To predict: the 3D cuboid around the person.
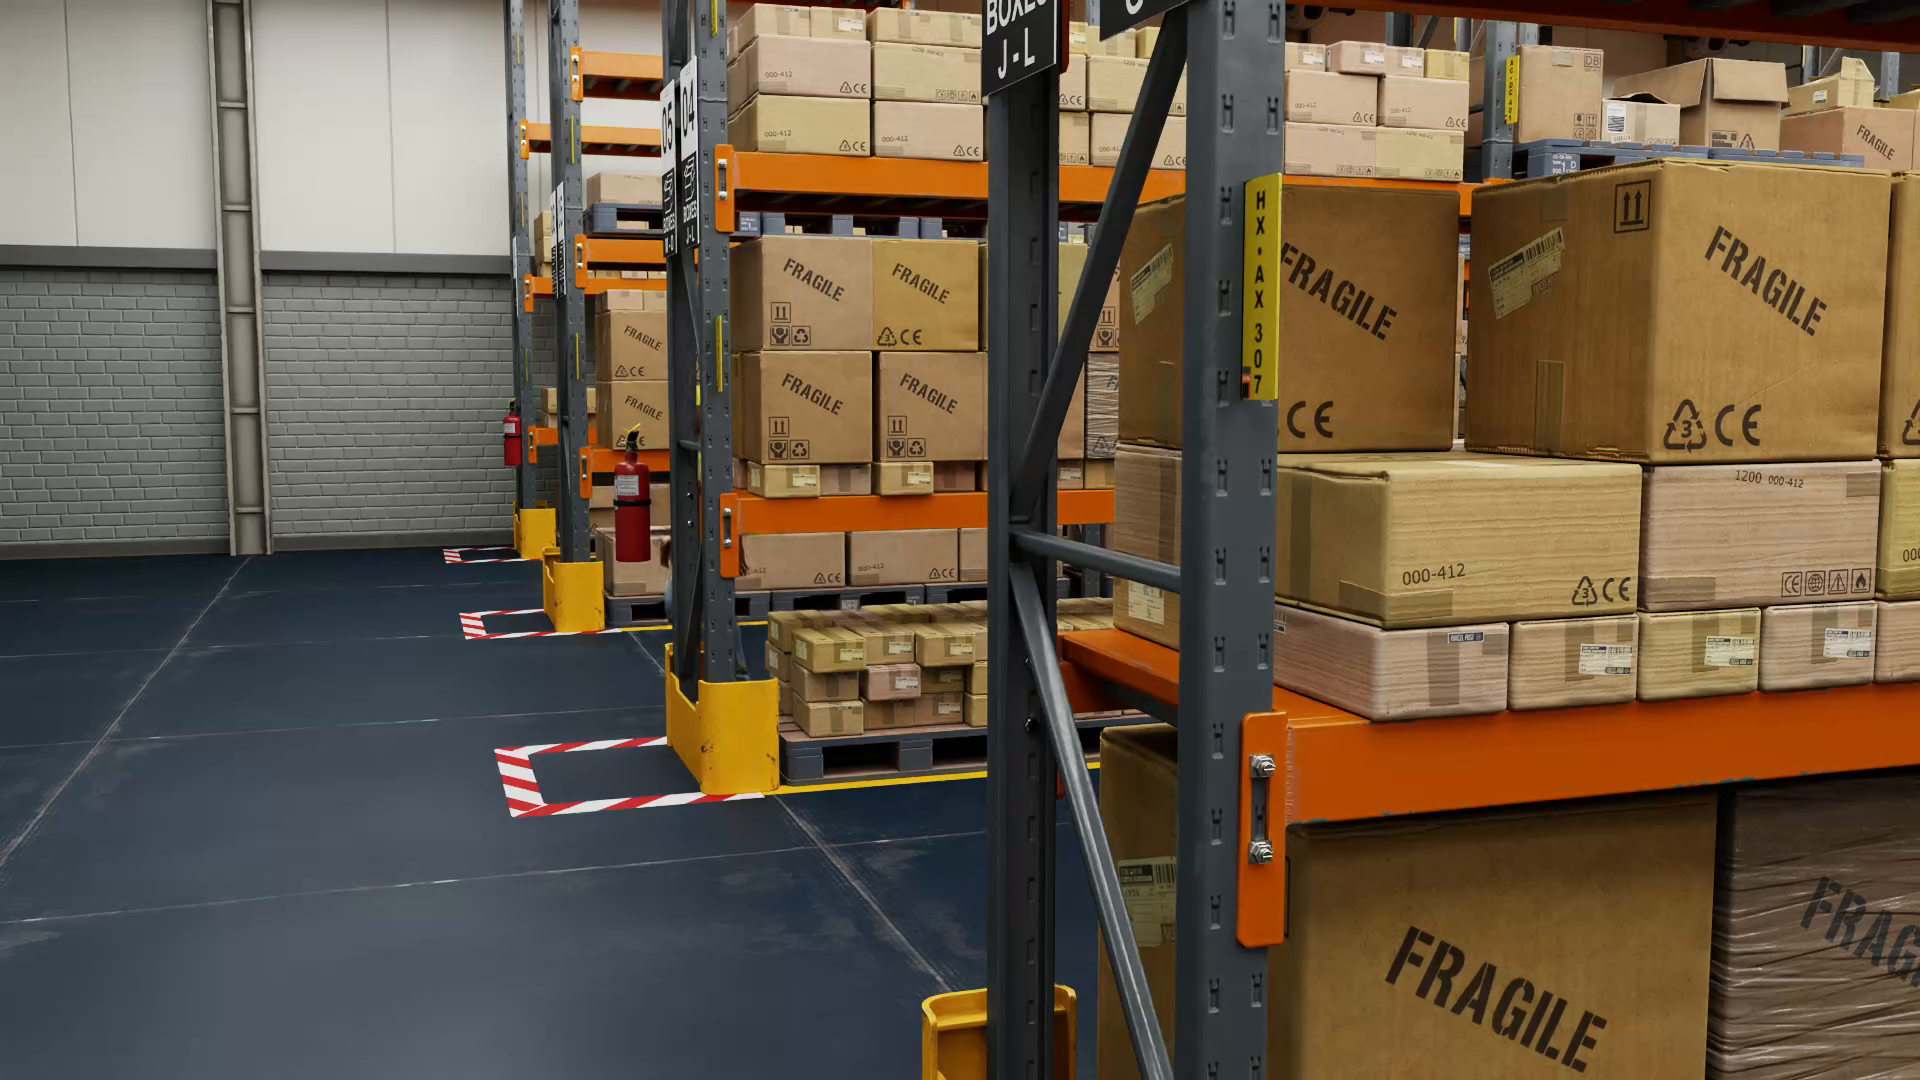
[{"bbox_3d":[-1.439,0.040,9.361,0.529,1.809,0.584,-2,6,-21],"label":"person"}]
